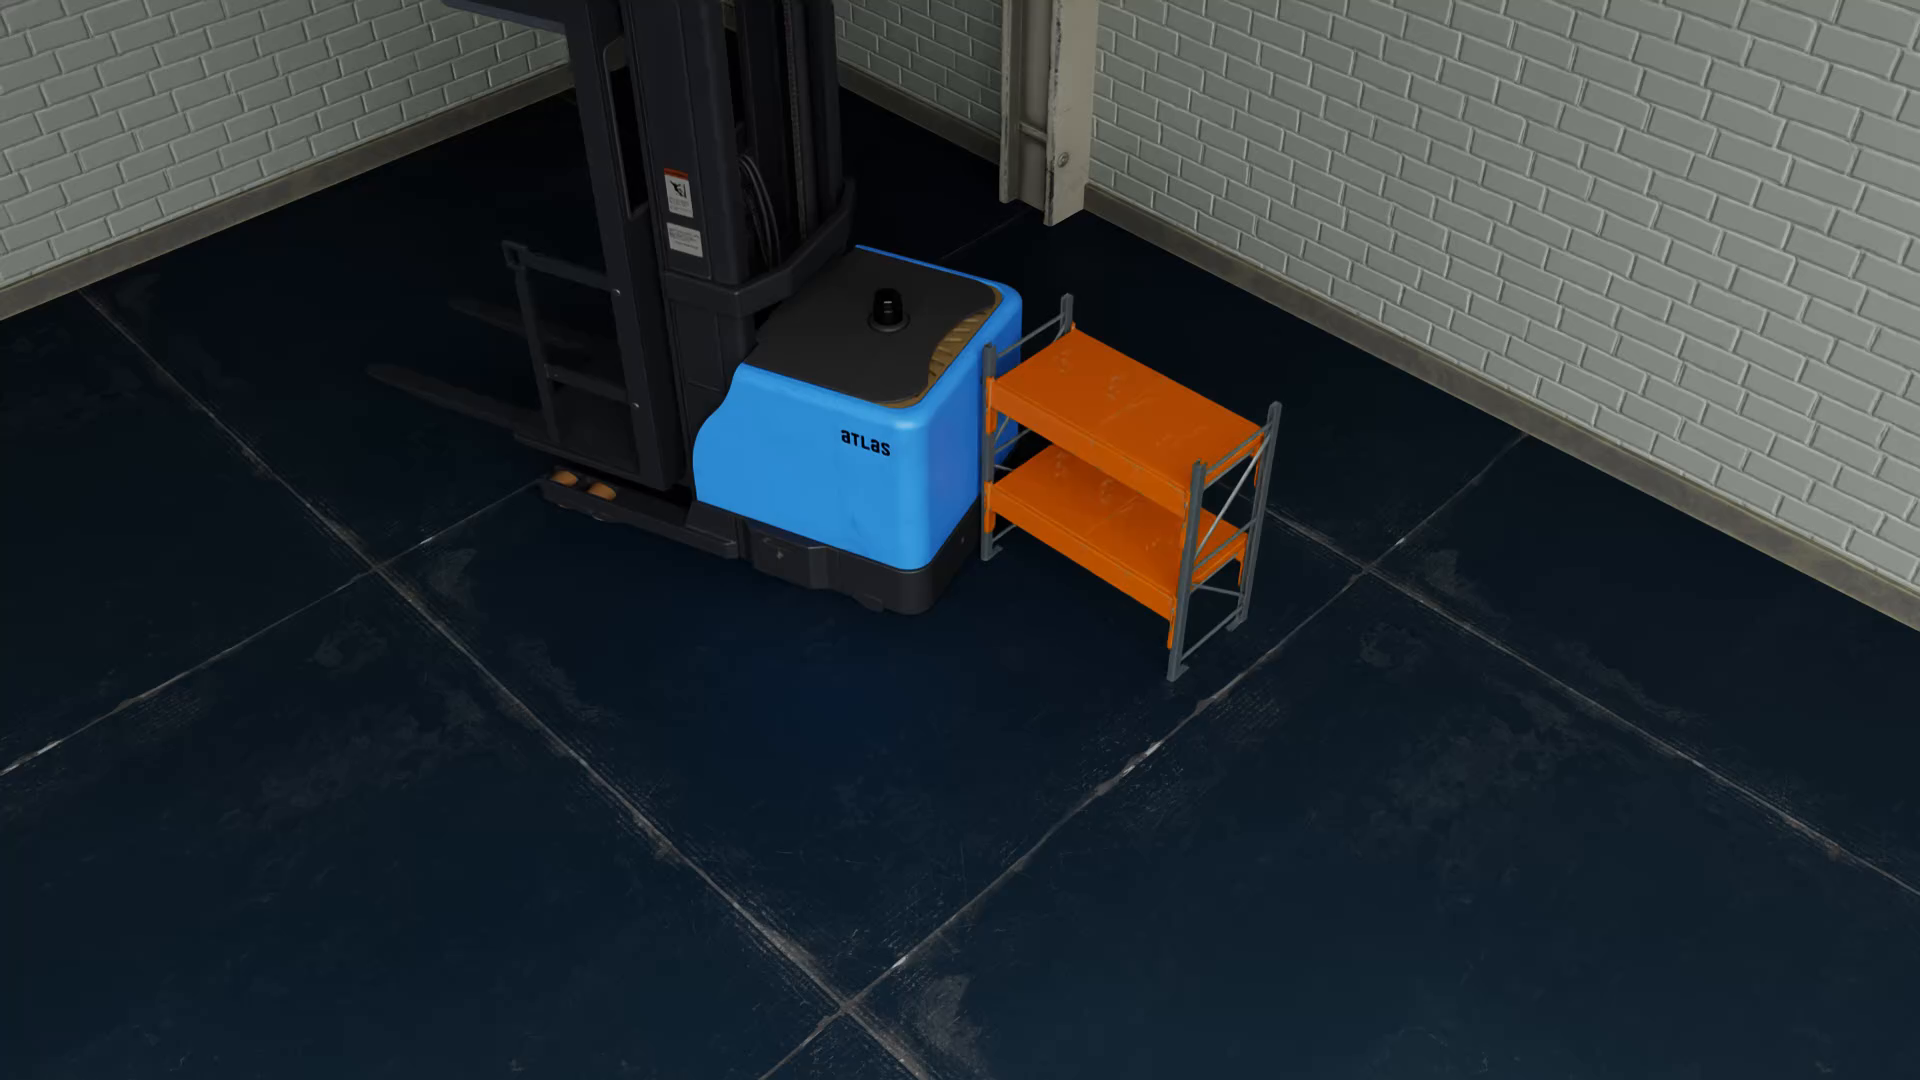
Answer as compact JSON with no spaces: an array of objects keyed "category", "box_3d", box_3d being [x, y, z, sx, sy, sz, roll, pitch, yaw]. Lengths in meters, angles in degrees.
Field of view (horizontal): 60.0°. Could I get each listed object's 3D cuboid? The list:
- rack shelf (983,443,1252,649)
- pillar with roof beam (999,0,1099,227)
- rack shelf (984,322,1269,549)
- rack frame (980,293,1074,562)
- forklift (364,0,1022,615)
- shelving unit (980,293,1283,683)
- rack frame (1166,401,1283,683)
[{"category":"rack shelf","box_3d":[0.640,-0.031,6.815,1.000,0.278,0.538,33,52,30]},{"category":"pillar with roof beam","box_3d":[-2.586,-3.124,4.000,9.100,9.000,0.400,-34,53,-31]},{"category":"rack shelf","box_3d":[0.640,-0.426,6.451,1.000,0.278,0.538,33,52,30]},{"category":"rack frame","box_3d":[0.272,-0.449,6.907,0.032,1.125,0.500,33,52,30]},{"category":"forklift","box_3d":[-1.285,-1.463,6.674,3.031,2.935,1.130,18,46,19]},{"category":"shelving unit","box_3d":[0.640,-0.211,6.649,1.048,1.125,0.538,33,52,30]},{"category":"rack frame","box_3d":[1.008,0.027,6.392,0.032,1.125,0.500,33,52,30]}]
